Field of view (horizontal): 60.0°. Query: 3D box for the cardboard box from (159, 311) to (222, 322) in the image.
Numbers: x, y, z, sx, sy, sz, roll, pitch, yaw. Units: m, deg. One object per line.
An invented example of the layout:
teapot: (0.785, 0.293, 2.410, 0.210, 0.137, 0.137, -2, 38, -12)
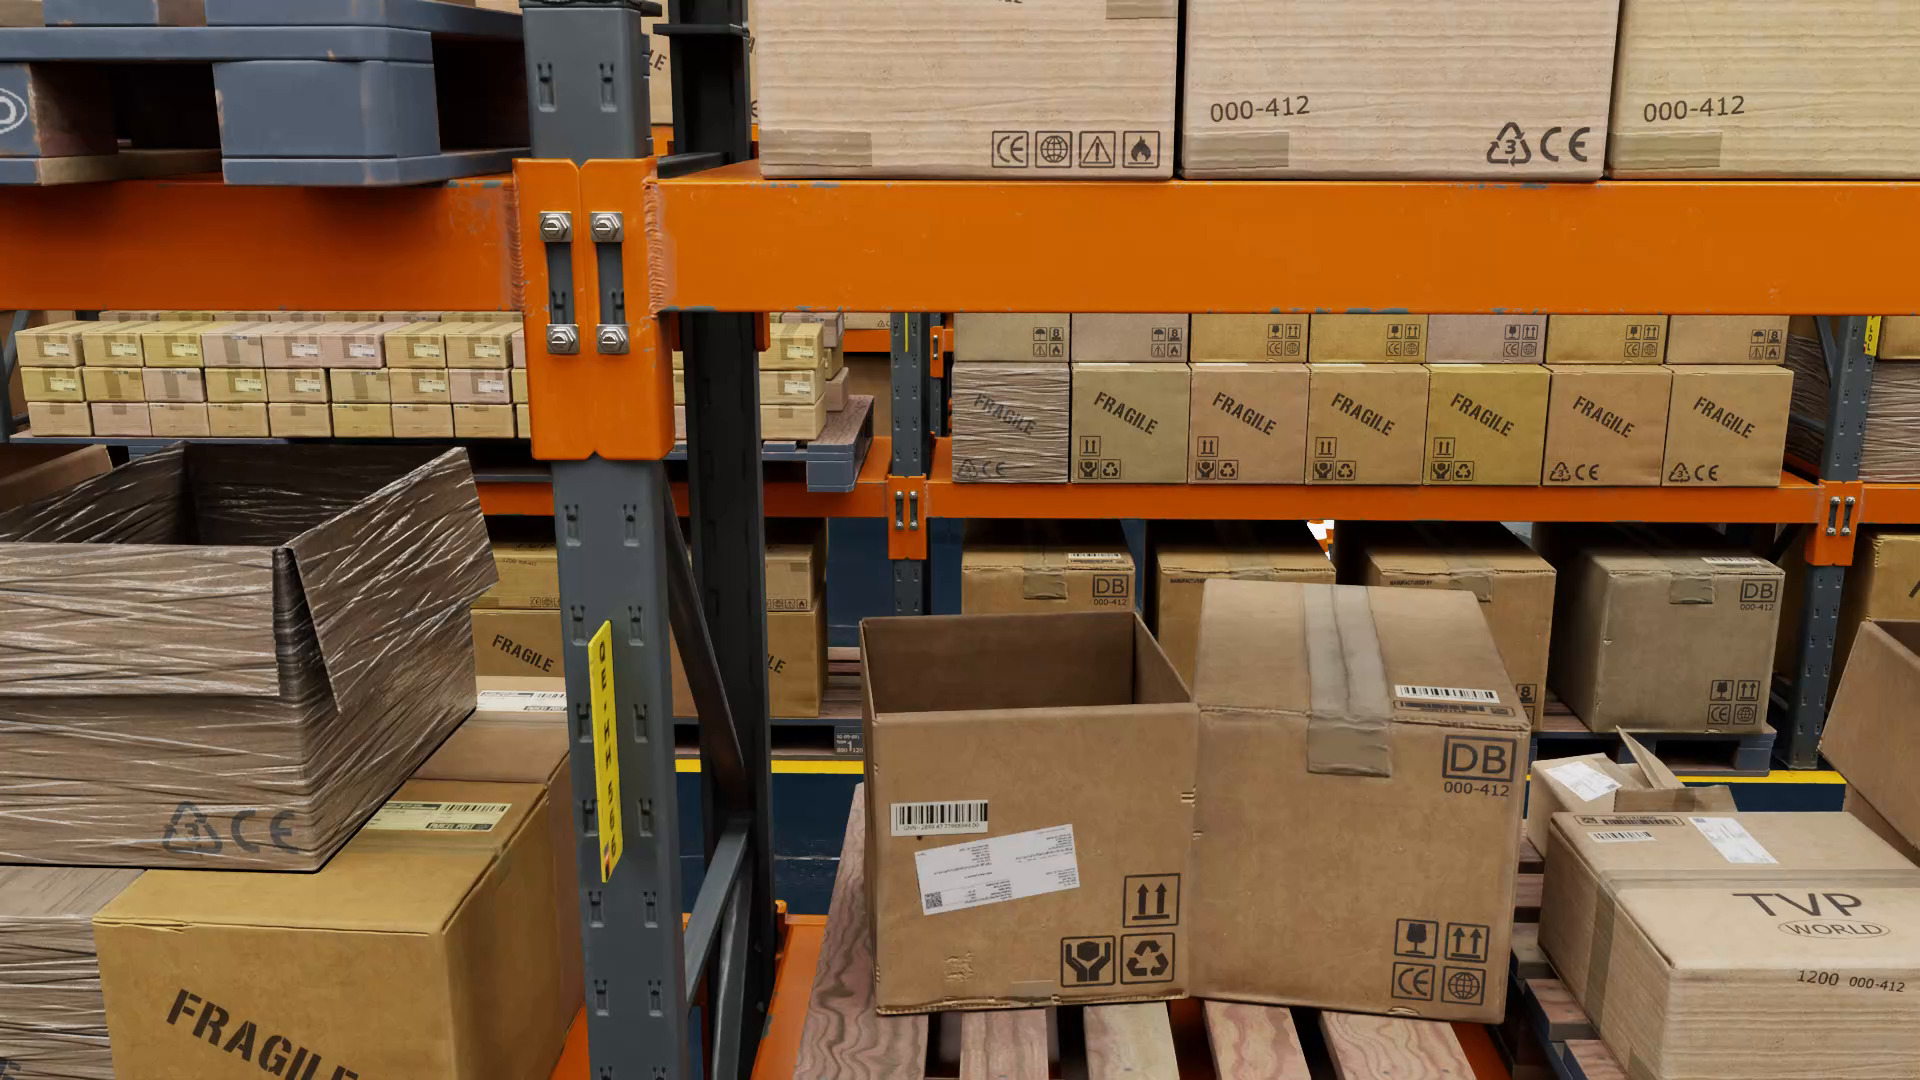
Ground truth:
cardboard box: (-3.543, -1.013, 7.802, 0.250, 0.149, 0.380, 0, 15, 0)

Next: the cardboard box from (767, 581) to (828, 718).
cardboard box: (-0.884, 0.496, 7.657, 0.500, 0.500, 0.500, 0, 15, 1)

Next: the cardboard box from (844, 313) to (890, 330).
cardboard box: (-0.706, -1.700, 12.196, 0.500, 0.250, 0.500, 0, 15, -1)

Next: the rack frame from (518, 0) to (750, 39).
rack frame: (-0.447, -2.208, 2.071, 0.127, 3.000, 1.000, 0, 15, 1)

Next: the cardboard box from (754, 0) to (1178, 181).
cardboard box: (0.017, -0.618, 2.215, 0.500, 0.250, 0.500, 1, 15, 2)

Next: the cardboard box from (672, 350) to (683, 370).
cardboard box: (-1.234, -0.831, 7.114, 0.250, 0.149, 0.380, 1, 15, 3)

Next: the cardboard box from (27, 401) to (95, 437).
cardboard box: (-3.836, -0.560, 7.251, 0.250, 0.149, 0.380, 0, 15, -1)

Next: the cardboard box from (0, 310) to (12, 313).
cardboard box: (-4.663, -1.339, 7.795, 0.500, 0.500, 0.500, 1, 15, 3)

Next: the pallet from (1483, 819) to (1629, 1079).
pallet: (1.533, 0.787, 2.851, 1.213, 0.211, 1.003, 0, 15, 1)

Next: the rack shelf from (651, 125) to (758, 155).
rack shelf: (-2.218, -1.688, 7.386, 4.000, 0.370, 1.077, 0, 15, 1)

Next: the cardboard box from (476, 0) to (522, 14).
cardboard box: (-1.796, -2.014, 7.017, 0.500, 0.500, 0.500, 0, 15, 1)

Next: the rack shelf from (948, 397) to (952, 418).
rack shelf: (0.014, -0.885, 11.106, 0.180, 0.103, 0.258, 0, 15, 1)

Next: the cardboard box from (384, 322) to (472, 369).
cardboard box: (-2.273, -0.838, 7.141, 0.250, 0.149, 0.380, 1, 15, 3)

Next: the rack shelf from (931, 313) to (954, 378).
rack shelf: (1.806, -1.474, 12.457, 4.000, 0.370, 1.077, 0, 15, 1)

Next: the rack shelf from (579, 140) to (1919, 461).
rack shelf: (1.553, -0.397, 2.496, 4.000, 0.370, 1.077, 0, 15, 1)

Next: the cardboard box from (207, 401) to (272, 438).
cardboard box: (-3.058, -0.555, 7.232, 0.250, 0.149, 0.380, 1, 15, 2)

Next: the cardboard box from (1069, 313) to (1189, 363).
cardboard box: (0.735, -1.095, 7.456, 0.500, 0.500, 0.700, 0, 15, 1)

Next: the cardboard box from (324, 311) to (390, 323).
cardboard box: (-2.777, -1.007, 7.778, 0.250, 0.149, 0.380, 0, 15, 0)

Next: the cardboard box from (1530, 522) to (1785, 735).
cardboard box: (3.157, 0.358, 7.691, 0.750, 0.750, 1.050, 0, 15, 1)

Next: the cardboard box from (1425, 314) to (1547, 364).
cardboard box: (2.264, -1.086, 7.419, 0.500, 0.500, 0.700, 0, 15, 2)

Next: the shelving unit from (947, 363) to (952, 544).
shelving unit: (0.014, -0.580, 11.187, 0.189, 1.200, 0.258, 0, 15, 1)

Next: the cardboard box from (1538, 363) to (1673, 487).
cardboard box: (2.746, -0.533, 7.283, 0.500, 0.500, 0.500, 0, 15, 1)

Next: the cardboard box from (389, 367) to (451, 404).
cardboard box: (-2.272, -0.694, 7.176, 0.250, 0.149, 0.380, 0, 15, 0)

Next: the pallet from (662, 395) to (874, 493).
pallet: (-0.934, -0.457, 7.567, 1.003, 0.211, 1.213, 0, 15, 1)

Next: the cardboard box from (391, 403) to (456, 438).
cardboard box: (-2.278, -0.550, 7.214, 0.250, 0.149, 0.380, 0, 15, -1)

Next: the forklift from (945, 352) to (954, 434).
forklift: (0.164, -2.206, 13.954, 3.031, 2.935, 1.130, 1, 15, 2)

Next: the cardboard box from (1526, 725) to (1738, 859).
cardboard box: (1.227, 0.496, 3.019, 0.258, 0.266, 0.396, 0, 15, 0)

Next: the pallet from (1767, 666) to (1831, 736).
pallet: (4.538, 0.827, 7.790, 1.213, 0.211, 1.003, 0, 15, 1)

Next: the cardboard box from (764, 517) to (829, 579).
cardboard box: (-0.902, 0.005, 8.049, 0.500, 0.250, 0.500, 0, 15, -1)

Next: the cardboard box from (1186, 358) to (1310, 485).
cardboard box: (1.235, -0.543, 7.320, 0.500, 0.500, 0.500, 0, 15, 1)

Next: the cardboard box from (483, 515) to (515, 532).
cardboard box: (-2.424, -0.008, 8.097, 0.500, 0.250, 0.500, 0, 15, -1)

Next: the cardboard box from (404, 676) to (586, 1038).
cardboard box: (-0.926, 0.571, 3.098, 0.500, 0.500, 0.500, 1, 15, 3)

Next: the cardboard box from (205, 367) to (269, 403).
cardboard box: (-3.059, -0.699, 7.197, 0.250, 0.149, 0.380, 0, 15, -1)

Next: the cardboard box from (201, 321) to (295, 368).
cardboard box: (-3.051, -0.843, 7.157, 0.250, 0.149, 0.380, 0, 15, 1)

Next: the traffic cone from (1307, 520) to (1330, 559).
traffic cone: (2.214, 0.020, 10.358, 0.334, 0.463, 0.336, 0, 15, 1)

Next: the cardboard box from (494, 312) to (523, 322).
cardboard box: (-1.990, -1.002, 7.760, 0.250, 0.149, 0.380, 1, 15, 3)

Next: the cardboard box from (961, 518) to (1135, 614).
cardboard box: (0.387, 0.340, 7.759, 0.750, 0.750, 1.050, 0, 15, 1)

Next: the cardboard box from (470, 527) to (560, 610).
cardboard box: (-1.922, 0.126, 7.591, 0.500, 0.250, 0.500, 1, 15, 3)

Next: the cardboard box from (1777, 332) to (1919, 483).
cardboard box: (4.149, -0.619, 7.512, 0.550, 0.550, 0.875, 0, 15, 1)

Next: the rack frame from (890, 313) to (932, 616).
rack frame: (-0.219, -0.572, 7.628, 0.127, 3.000, 1.000, 0, 15, 1)

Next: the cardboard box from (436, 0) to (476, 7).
cardboard box: (-1.058, -0.997, 2.332, 0.637, 0.503, 0.797, 1, 15, 5)

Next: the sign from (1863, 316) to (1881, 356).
sign: (3.776, -0.929, 6.867, 0.005, 0.325, 0.100, 0, 15, 1)

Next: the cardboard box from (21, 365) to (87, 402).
cardboard box: (-3.836, -0.704, 7.213, 0.250, 0.149, 0.380, 1, 15, 2)

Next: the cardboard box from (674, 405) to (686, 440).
cardboard box: (-1.229, -0.543, 7.188, 0.250, 0.149, 0.380, 1, 15, 2)

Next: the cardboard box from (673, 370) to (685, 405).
cardboard box: (-1.255, -0.687, 7.149, 0.250, 0.149, 0.380, 1, 15, 3)

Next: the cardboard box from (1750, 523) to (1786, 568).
cardboard box: (5.048, -0.011, 10.130, 0.503, 0.637, 0.797, 0, 15, 1)

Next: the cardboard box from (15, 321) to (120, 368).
cardboard box: (-3.836, -0.847, 7.175, 0.250, 0.149, 0.380, 1, 15, 4)
